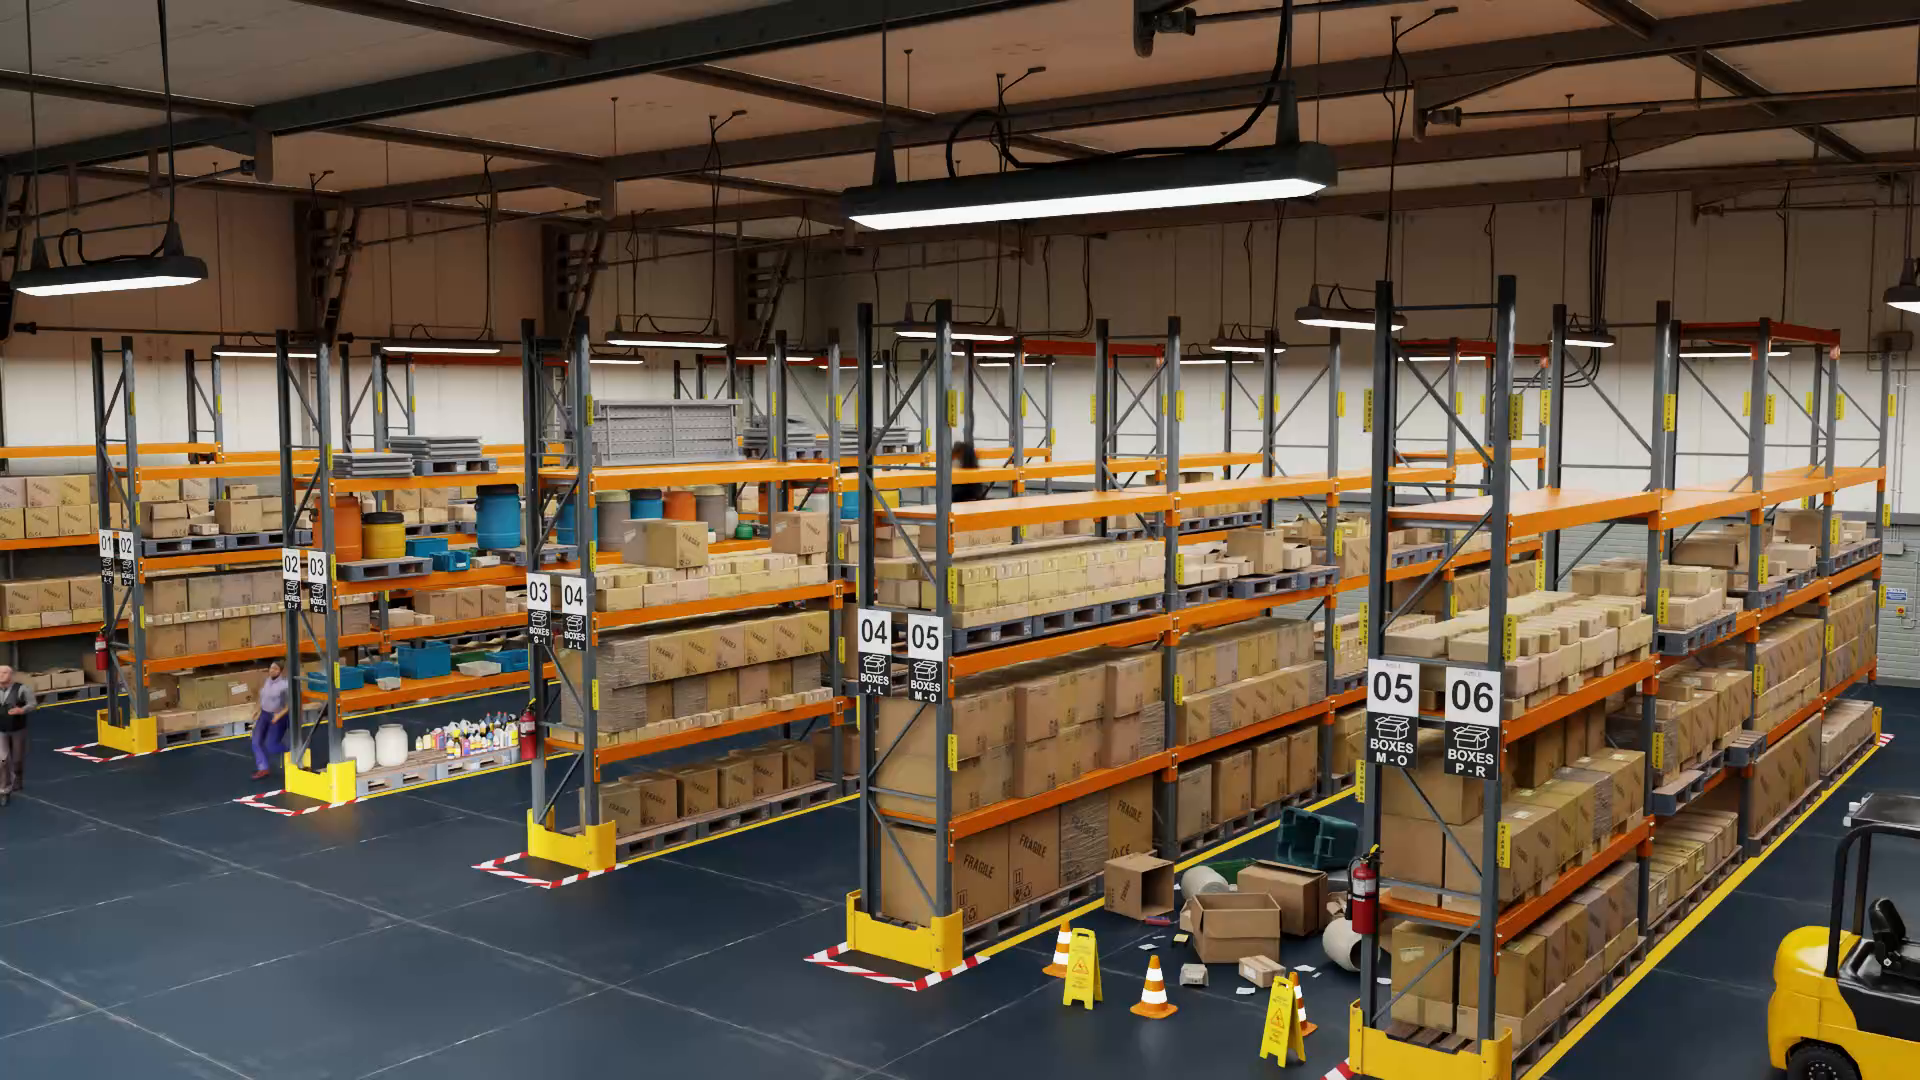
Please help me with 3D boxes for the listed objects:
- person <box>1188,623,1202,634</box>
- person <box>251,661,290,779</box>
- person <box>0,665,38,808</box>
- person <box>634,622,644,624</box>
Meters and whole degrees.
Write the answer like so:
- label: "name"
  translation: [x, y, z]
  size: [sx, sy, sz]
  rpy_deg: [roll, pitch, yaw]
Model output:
- label: "person"
  translation: [3.299, 1.955, 23.559]
  size: [0.718, 1.751, 0.709]
  rpy_deg: [2, 6, 25]
- label: "person"
  translation: [-9.262, 2.429, 22.581]
  size: [0.649, 1.598, 0.621]
  rpy_deg: [2, 5, 24]
- label: "person"
  translation: [-12.115, 2.457, 21.237]
  size: [0.638, 1.746, 0.894]
  rpy_deg: [-2, 5, -21]
- label: "person"
  translation: [-5.453, 1.770, 28.858]
  size: [0.605, 1.822, 0.845]
  rpy_deg: [3, 6, 29]
